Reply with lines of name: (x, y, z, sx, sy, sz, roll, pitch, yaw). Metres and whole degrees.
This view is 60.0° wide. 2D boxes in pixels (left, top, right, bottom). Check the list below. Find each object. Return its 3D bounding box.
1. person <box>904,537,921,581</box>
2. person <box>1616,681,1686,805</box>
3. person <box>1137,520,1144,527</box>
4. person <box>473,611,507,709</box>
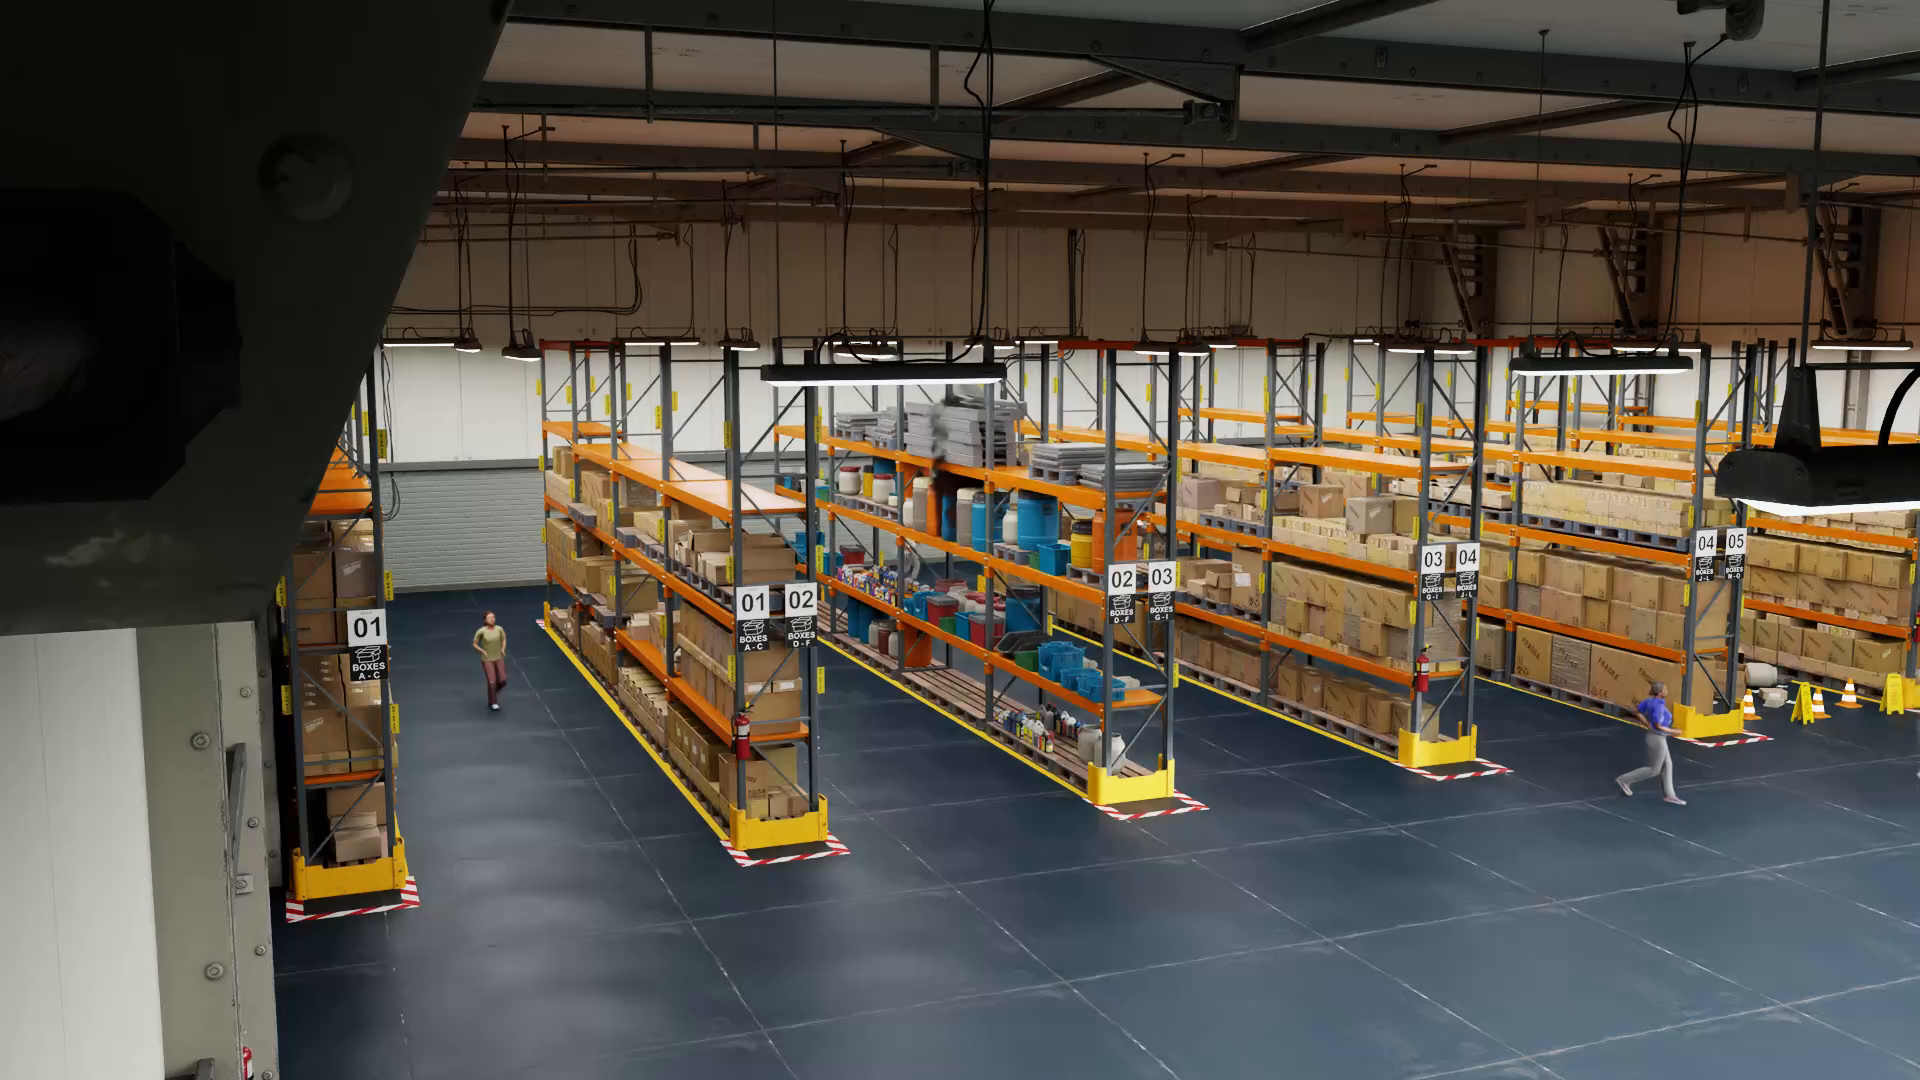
person: (-1.219, 0.339, 39.466, 0.694, 1.828, 0.682, -2, 8, -12)
person: (9.143, 2.675, 21.923, 0.902, 1.655, 0.587, 2, 8, 12)
person: (4.165, 0.383, 39.399, 0.706, 1.716, 0.731, -1, 8, -11)
person: (-7.713, 1.970, 27.389, 0.577, 1.621, 0.562, -5, 9, -32)
